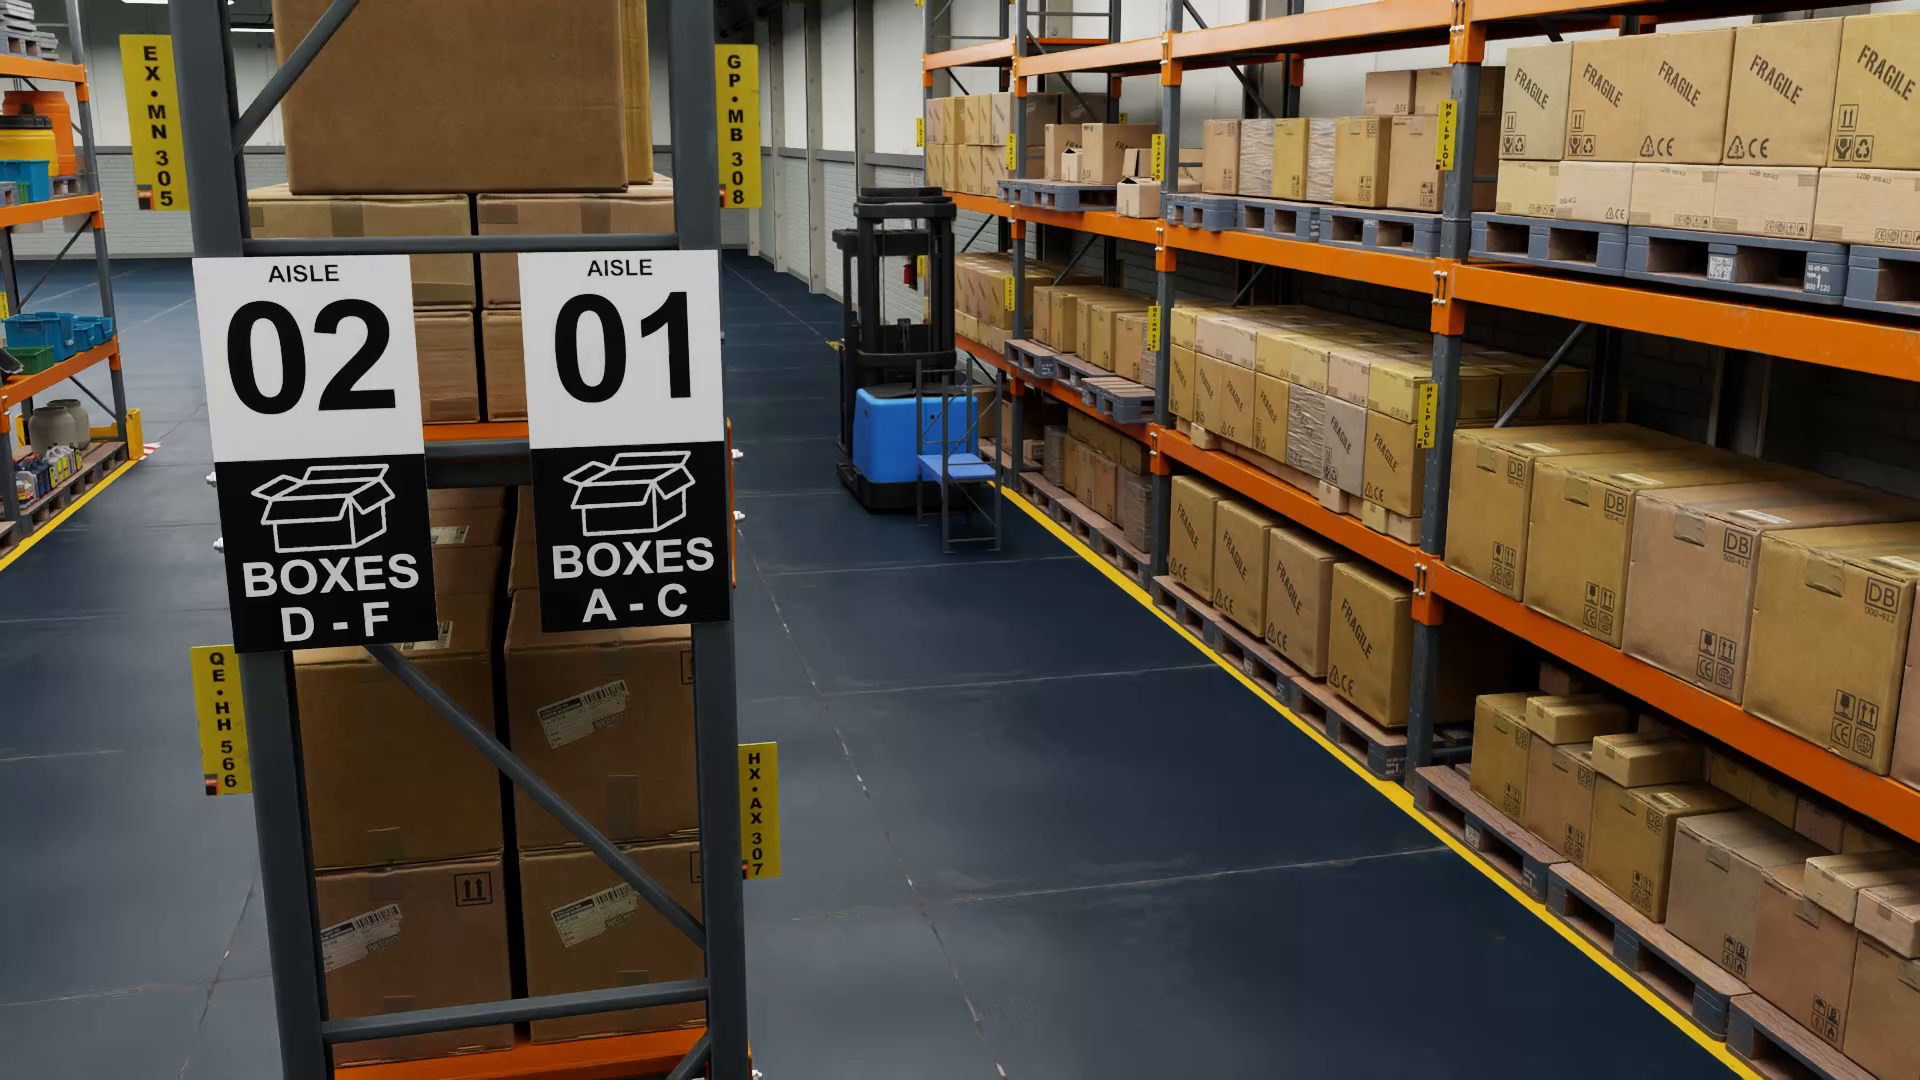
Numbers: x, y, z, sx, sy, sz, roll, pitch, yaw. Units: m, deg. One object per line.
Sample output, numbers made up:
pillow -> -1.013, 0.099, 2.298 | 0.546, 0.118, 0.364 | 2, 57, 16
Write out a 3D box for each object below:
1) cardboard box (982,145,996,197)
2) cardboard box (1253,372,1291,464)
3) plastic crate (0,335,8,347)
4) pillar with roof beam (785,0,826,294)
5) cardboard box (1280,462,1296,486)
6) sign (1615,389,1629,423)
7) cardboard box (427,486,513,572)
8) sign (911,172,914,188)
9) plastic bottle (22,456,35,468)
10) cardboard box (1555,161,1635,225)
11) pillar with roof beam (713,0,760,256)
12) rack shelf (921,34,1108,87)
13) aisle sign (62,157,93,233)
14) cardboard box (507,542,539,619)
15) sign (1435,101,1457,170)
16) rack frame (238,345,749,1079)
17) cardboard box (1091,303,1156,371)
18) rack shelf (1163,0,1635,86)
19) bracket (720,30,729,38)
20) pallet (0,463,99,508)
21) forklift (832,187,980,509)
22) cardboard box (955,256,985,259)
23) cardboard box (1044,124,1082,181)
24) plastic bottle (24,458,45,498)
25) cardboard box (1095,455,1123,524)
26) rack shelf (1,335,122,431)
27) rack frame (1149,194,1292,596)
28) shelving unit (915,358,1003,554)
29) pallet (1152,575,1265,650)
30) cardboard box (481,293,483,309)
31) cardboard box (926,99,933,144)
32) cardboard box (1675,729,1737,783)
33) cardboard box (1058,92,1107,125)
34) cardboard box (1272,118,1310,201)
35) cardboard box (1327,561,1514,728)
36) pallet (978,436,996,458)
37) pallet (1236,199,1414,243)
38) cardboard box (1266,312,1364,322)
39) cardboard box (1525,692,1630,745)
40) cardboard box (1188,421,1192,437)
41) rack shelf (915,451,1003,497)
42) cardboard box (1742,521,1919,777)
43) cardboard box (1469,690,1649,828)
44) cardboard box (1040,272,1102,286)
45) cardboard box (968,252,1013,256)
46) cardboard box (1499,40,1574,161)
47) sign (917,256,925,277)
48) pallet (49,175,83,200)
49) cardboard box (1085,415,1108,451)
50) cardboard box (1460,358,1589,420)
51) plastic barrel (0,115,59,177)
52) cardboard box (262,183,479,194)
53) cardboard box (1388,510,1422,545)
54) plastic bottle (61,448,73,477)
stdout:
cardboard box -> 0.543, -3.715, 16.739 | 0.500, 0.500, 0.500 | -5, 14, -18
cardboard box -> 2.173, -0.778, 10.410 | 0.500, 0.500, 0.500 | -3, 14, -12
plastic crate -> -9.663, -1.997, 16.838 | 0.298, 0.136, 0.250 | -3, 14, -13
pillar with roof beam -> -7.338, -9.616, 34.825 | 9.100, 9.000, 0.548 | -3, 14, -13
cardboard box -> 2.226, -0.441, 10.400 | 0.380, 0.149, 0.250 | -3, 14, -11
sign -> 3.426, -0.624, 8.671 | 0.100, 0.325, 0.005 | -3, 14, -13
cardboard box -> -1.726, 0.090, 5.421 | 0.500, 0.500, 0.500 | -3, 14, -11
sign -> -0.783, -5.879, 27.285 | 0.001, 0.298, 0.199 | -3, 14, -13
plastic bottle -> -8.690, -0.655, 15.598 | 0.152, 0.276, 0.135 | -3, 14, -13
cardboard box -> 2.899, -1.478, 7.058 | 0.500, 0.250, 0.500 | -4, 14, -14
pillar with roof beam -> -10.156, -12.384, 46.156 | 9.100, 9.000, 0.548 | -3, 14, -13
rack shelf -> 0.539, -5.004, 17.471 | 1.077, 0.370, 4.000 | -3, 14, -13
aisle sign -> -9.289, -3.646, 17.553 | 0.394, 0.787, 0.004 | -3, 14, -13
cardboard box -> -0.966, 0.294, 4.584 | 0.500, 0.500, 0.500 | -3, 14, -13
sign -> 2.362, -1.963, 8.067 | 0.100, 0.325, 0.005 | -3, 14, -13
rack frame -> -0.987, 1.066, 3.744 | 1.000, 3.000, 0.127 | -3, 14, -13
cardboard box -> 1.514, -1.713, 13.980 | 0.700, 0.500, 0.500 | -3, 14, -13
rack shelf -> 2.418, -2.966, 9.964 | 1.077, 0.370, 4.000 | -3, 14, -13
bracket -> -6.971, -14.995, 49.259 | 0.235, 0.232, 0.430 | -3, 14, -13
pallet -> -9.029, -0.512, 16.077 | 1.003, 0.211, 1.213 | -3, 14, -13
forklift -> -0.646, -2.015, 16.500 | 1.130, 2.935, 3.031 | -3, 14, -13
cardboard box -> -0.005, -2.962, 18.924 | 0.500, 0.500, 0.500 | -3, 14, -13
cardboard box -> 1.059, -3.559, 15.256 | 0.500, 0.500, 0.500 | -1, 14, -5
plastic bottle -> -8.408, -0.563, 15.067 | 0.144, 0.351, 0.185 | -3, 14, -12
cardboard box -> 1.576, -0.458, 14.320 | 0.700, 0.500, 0.500 | -3, 14, -13
rack shelf -> -9.091, -1.539, 15.922 | 1.077, 0.370, 4.000 | -3, 14, -13
rack frame -> 1.948, -1.057, 12.432 | 1.000, 3.000, 0.127 | -3, 14, -13
shelving unit -> -0.020, -0.748, 14.330 | 0.538, 1.500, 1.048 | -3, 14, -13
pallet -> 2.060, 0.484, 12.001 | 1.003, 0.211, 1.213 | -3, 14, -13
cardboard box -> -1.471, -0.538, 4.305 | 0.500, 0.250, 0.500 | -3, 14, -13
cardboard box -> -0.076, -4.801, 19.078 | 0.500, 0.500, 0.500 | -4, 14, -17
cardboard box -> 3.369, 0.936, 7.293 | 0.380, 0.149, 0.250 | -3, 14, -13
cardboard box -> 1.171, -4.109, 16.248 | 0.500, 0.500, 0.500 | -3, 14, -12
cardboard box -> 2.410, -2.420, 10.553 | 0.700, 0.500, 0.500 | -3, 14, -10
cardboard box -> 2.608, 0.564, 9.444 | 0.750, 0.750, 0.750 | -3, 14, -13
pallet -> 0.526, -1.060, 18.320 | 1.003, 0.211, 1.213 | -3, 14, -13
pallet -> 2.416, -2.019, 10.447 | 1.003, 0.211, 1.213 | -3, 14, -11
cardboard box -> 2.425, -1.414, 11.434 | 0.500, 0.250, 0.500 | -4, 14, -15
cardboard box -> 2.866, 0.829, 7.730 | 0.380, 0.149, 0.250 | -3, 14, -11
cardboard box -> 1.851, -0.797, 11.855 | 0.380, 0.149, 0.250 | -3, 14, -12
rack shelf -> -0.020, -0.574, 14.372 | 0.538, 0.185, 1.000 | -3, 14, -13
cardboard box -> 3.516, 0.359, 6.006 | 0.980, 0.700, 0.700 | -3, 14, -14
cardboard box -> 2.963, 1.055, 8.172 | 0.700, 0.500, 0.500 | -3, 14, -12
cardboard box -> 1.101, -2.401, 16.627 | 0.500, 0.500, 0.500 | -4, 14, -14
cardboard box -> 0.386, -3.106, 19.516 | 0.500, 0.500, 0.500 | -3, 14, -14
cardboard box -> 2.782, -1.955, 7.429 | 0.500, 0.500, 0.500 | -3, 14, -14
sign -> -0.458, -3.292, 19.759 | 0.100, 0.325, 0.005 | -3, 14, -13
pallet -> -9.462, -3.519, 16.588 | 1.003, 0.211, 1.213 | -3, 14, -13
cardboard box -> 1.430, -0.953, 14.767 | 0.500, 0.250, 0.500 | -4, 14, -15
cardboard box -> 3.033, -0.822, 9.010 | 0.500, 0.250, 0.500 | -3, 14, -11
plastic barrel -> -9.170, -3.847, 16.250 | 0.600, 0.588, 0.600 | 0, 14, 0
cardboard box -> -1.474, -0.781, 4.245 | 0.500, 0.250, 0.500 | -3, 14, -13
cardboard box -> 2.533, -0.084, 8.937 | 0.380, 0.149, 0.250 | -3, 14, -13
plastic bottle -> -8.638, -0.750, 15.987 | 0.152, 0.276, 0.135 | -4, 14, -15
